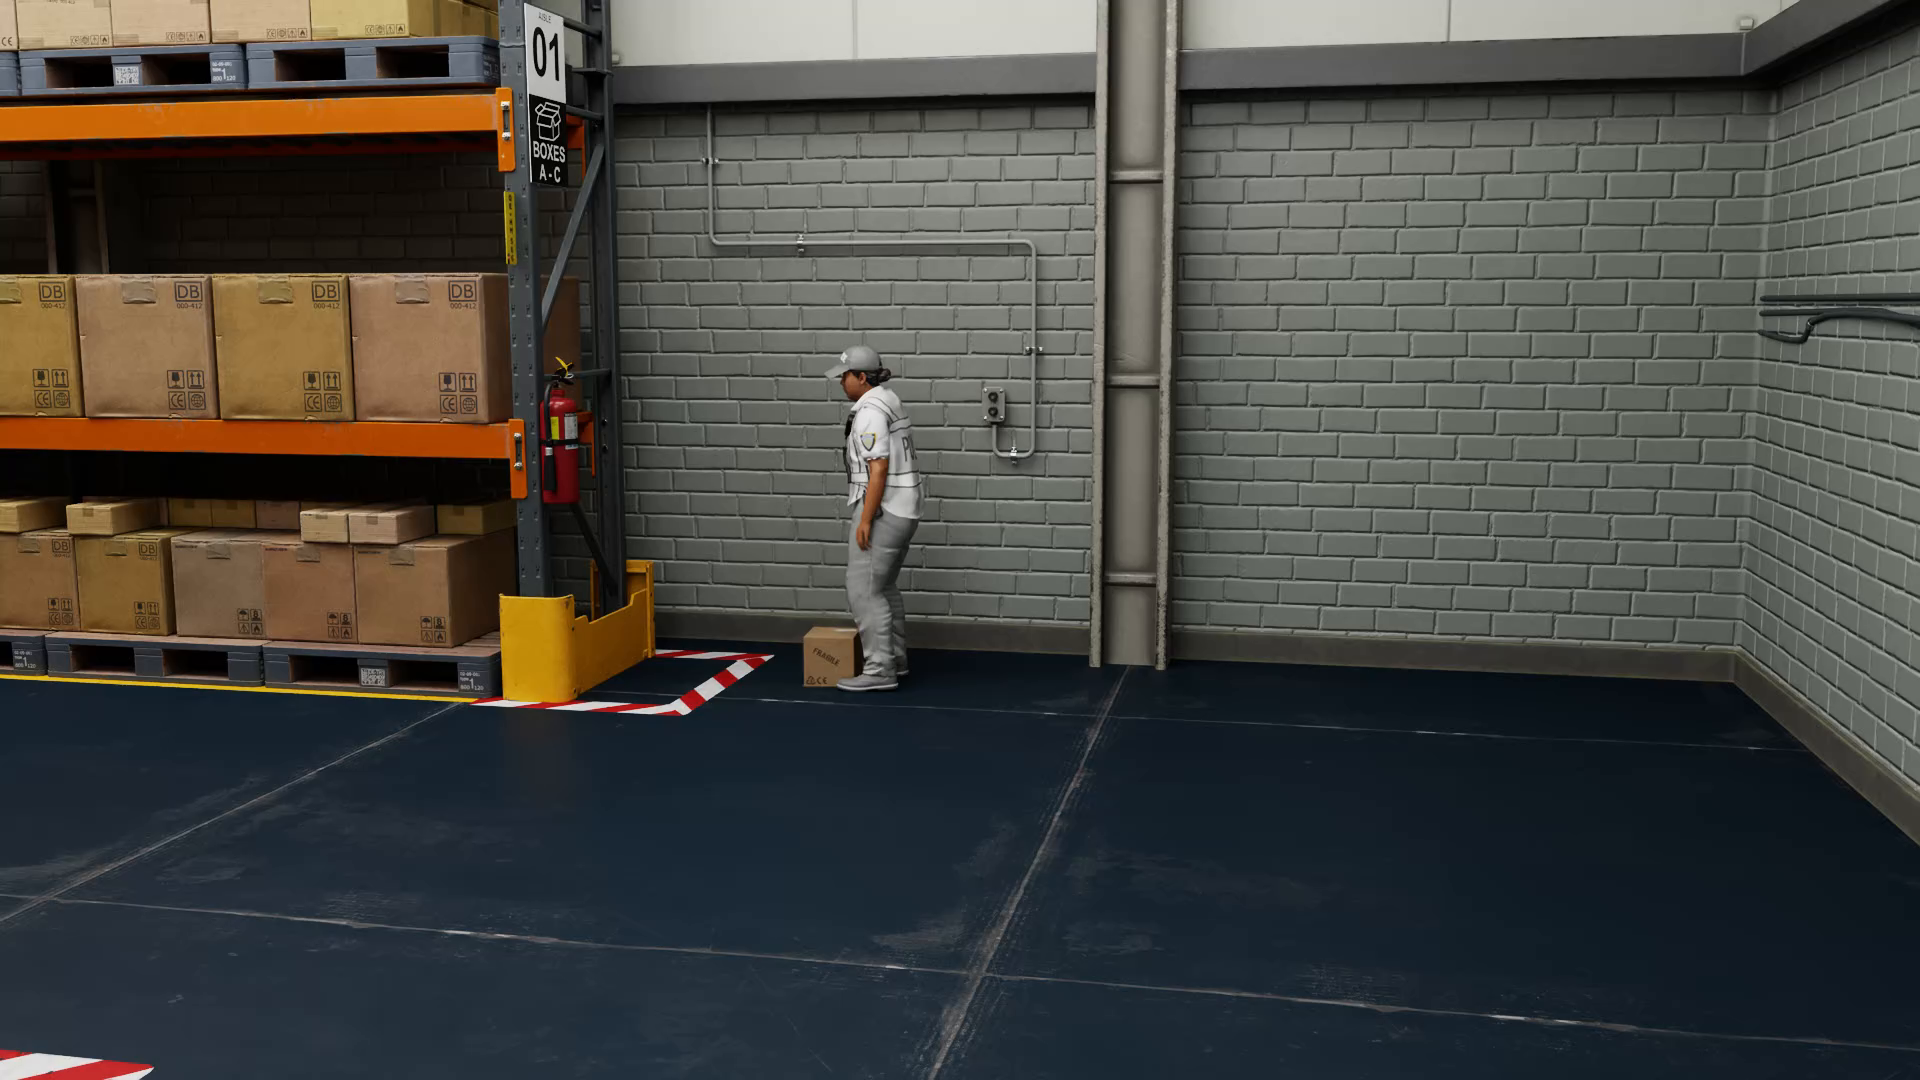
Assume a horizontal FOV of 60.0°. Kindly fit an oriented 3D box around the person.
[{"bbox_3d":[-0.415,-0.114,8.105,0.468,1.665,0.557,1,8,8],"label":"person"}]
